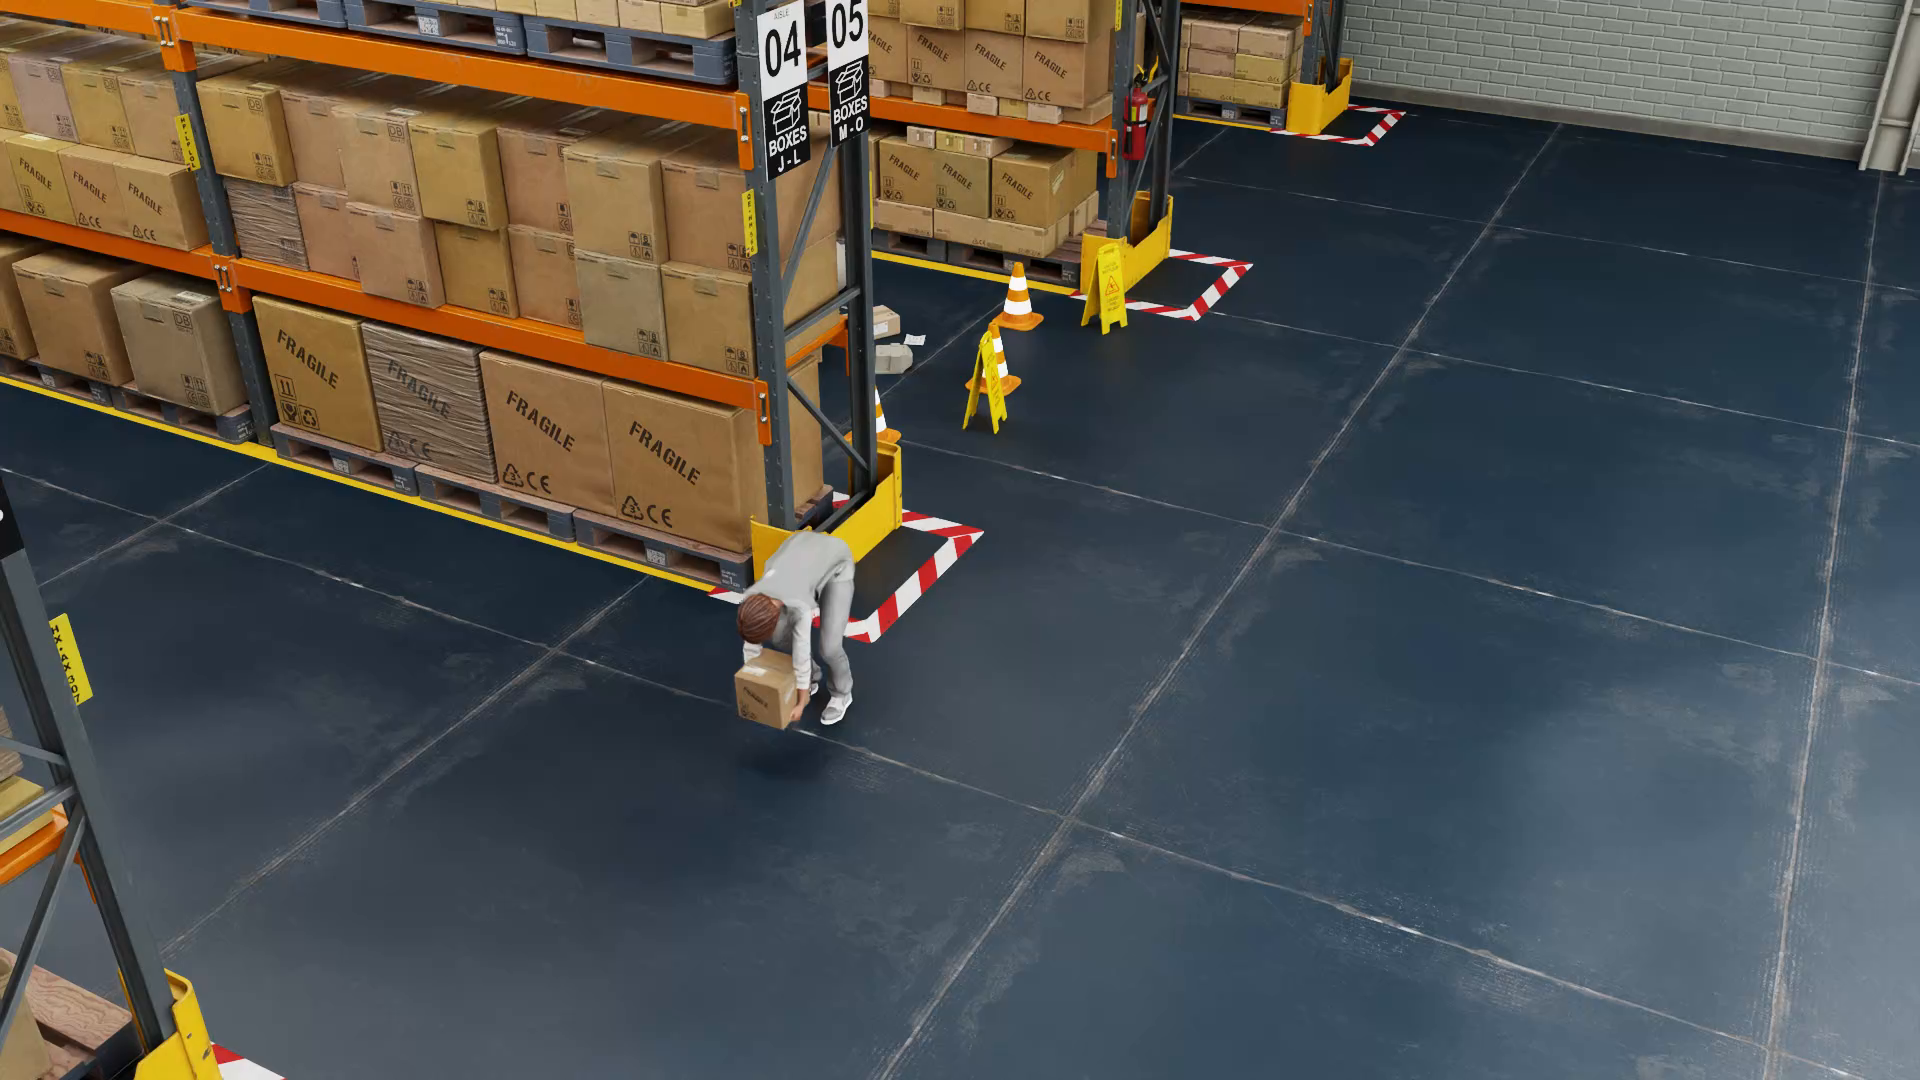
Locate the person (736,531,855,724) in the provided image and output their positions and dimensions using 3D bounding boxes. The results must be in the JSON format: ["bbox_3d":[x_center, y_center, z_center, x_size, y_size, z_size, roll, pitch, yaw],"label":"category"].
[{"bbox_3d":[-0.799,0.514,8.036,0.399,0.968,0.872,13,33,21],"label":"person"}]
